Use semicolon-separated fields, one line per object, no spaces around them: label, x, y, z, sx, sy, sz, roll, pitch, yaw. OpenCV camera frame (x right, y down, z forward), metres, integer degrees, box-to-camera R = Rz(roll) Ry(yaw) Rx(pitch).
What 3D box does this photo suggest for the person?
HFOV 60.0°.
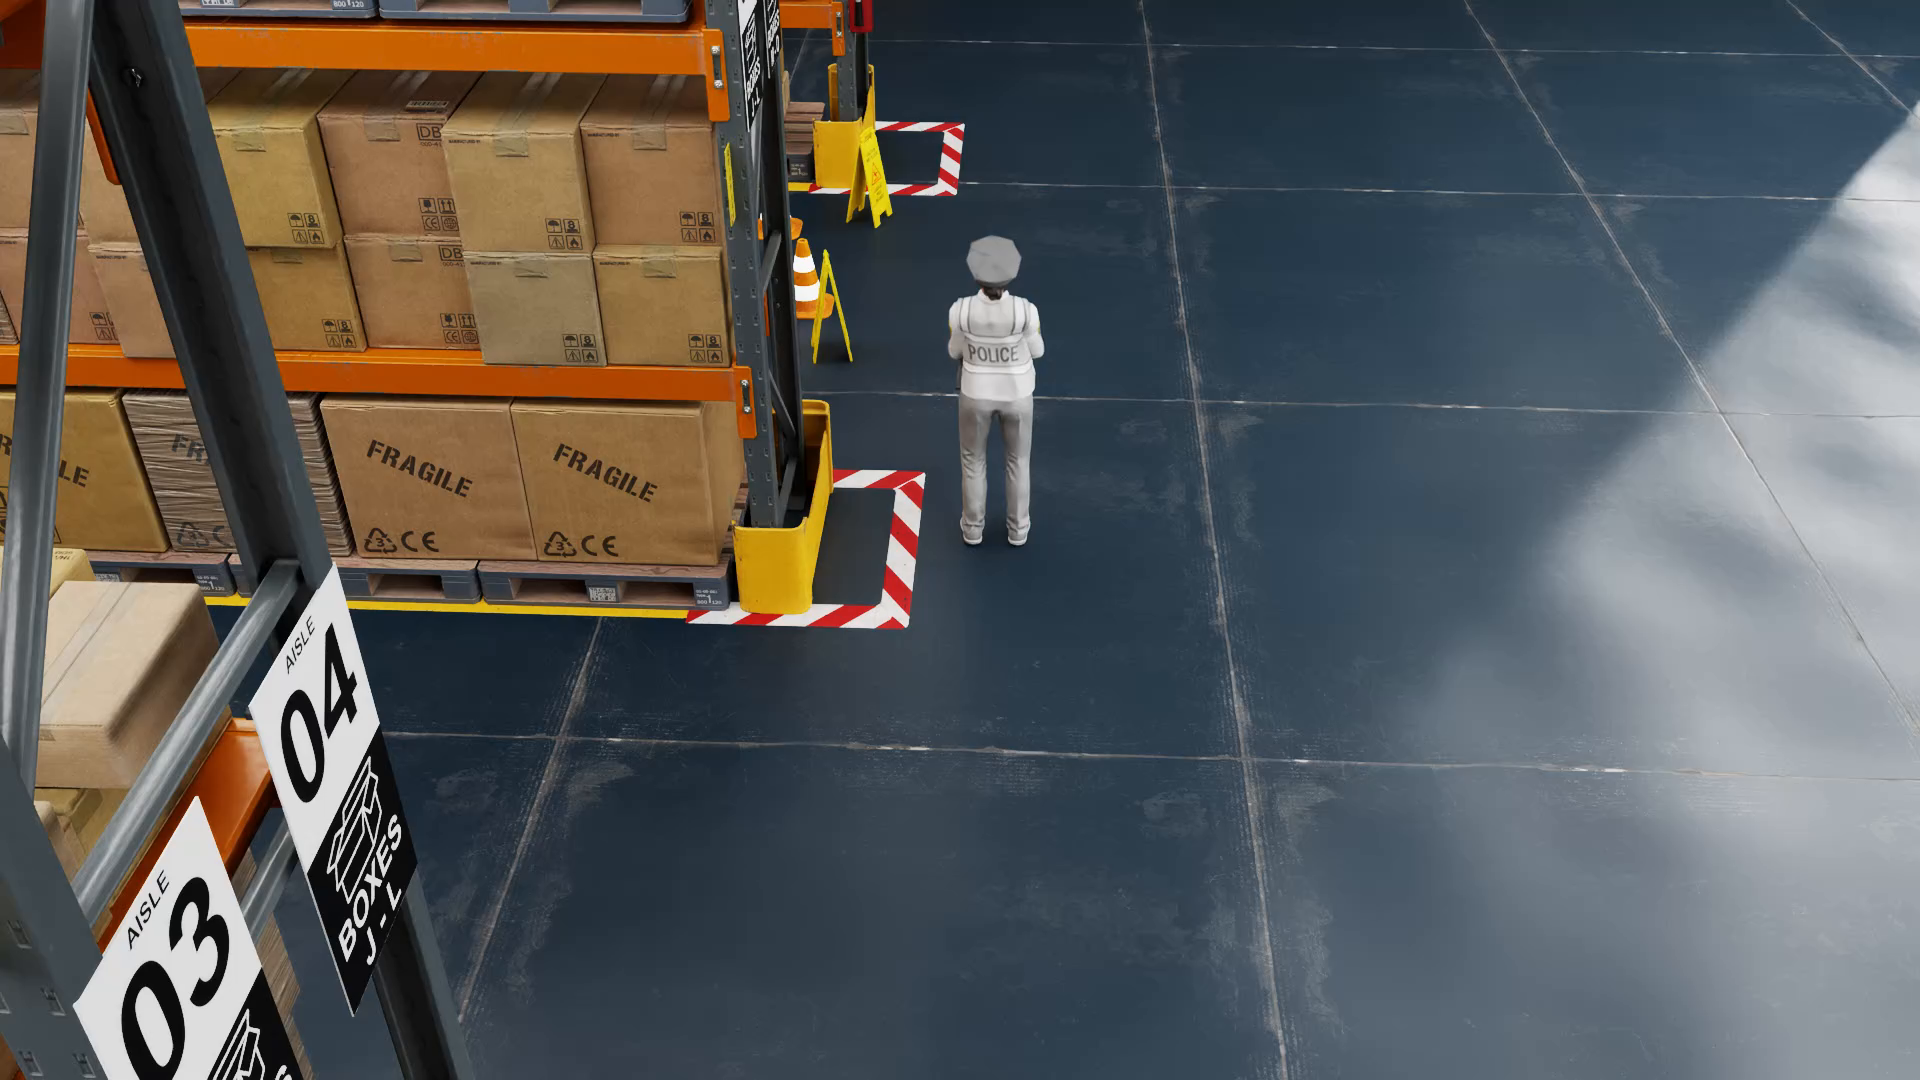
person;0.172;-0.747;8.123;0.461;1.687;0.562;1;36;2
